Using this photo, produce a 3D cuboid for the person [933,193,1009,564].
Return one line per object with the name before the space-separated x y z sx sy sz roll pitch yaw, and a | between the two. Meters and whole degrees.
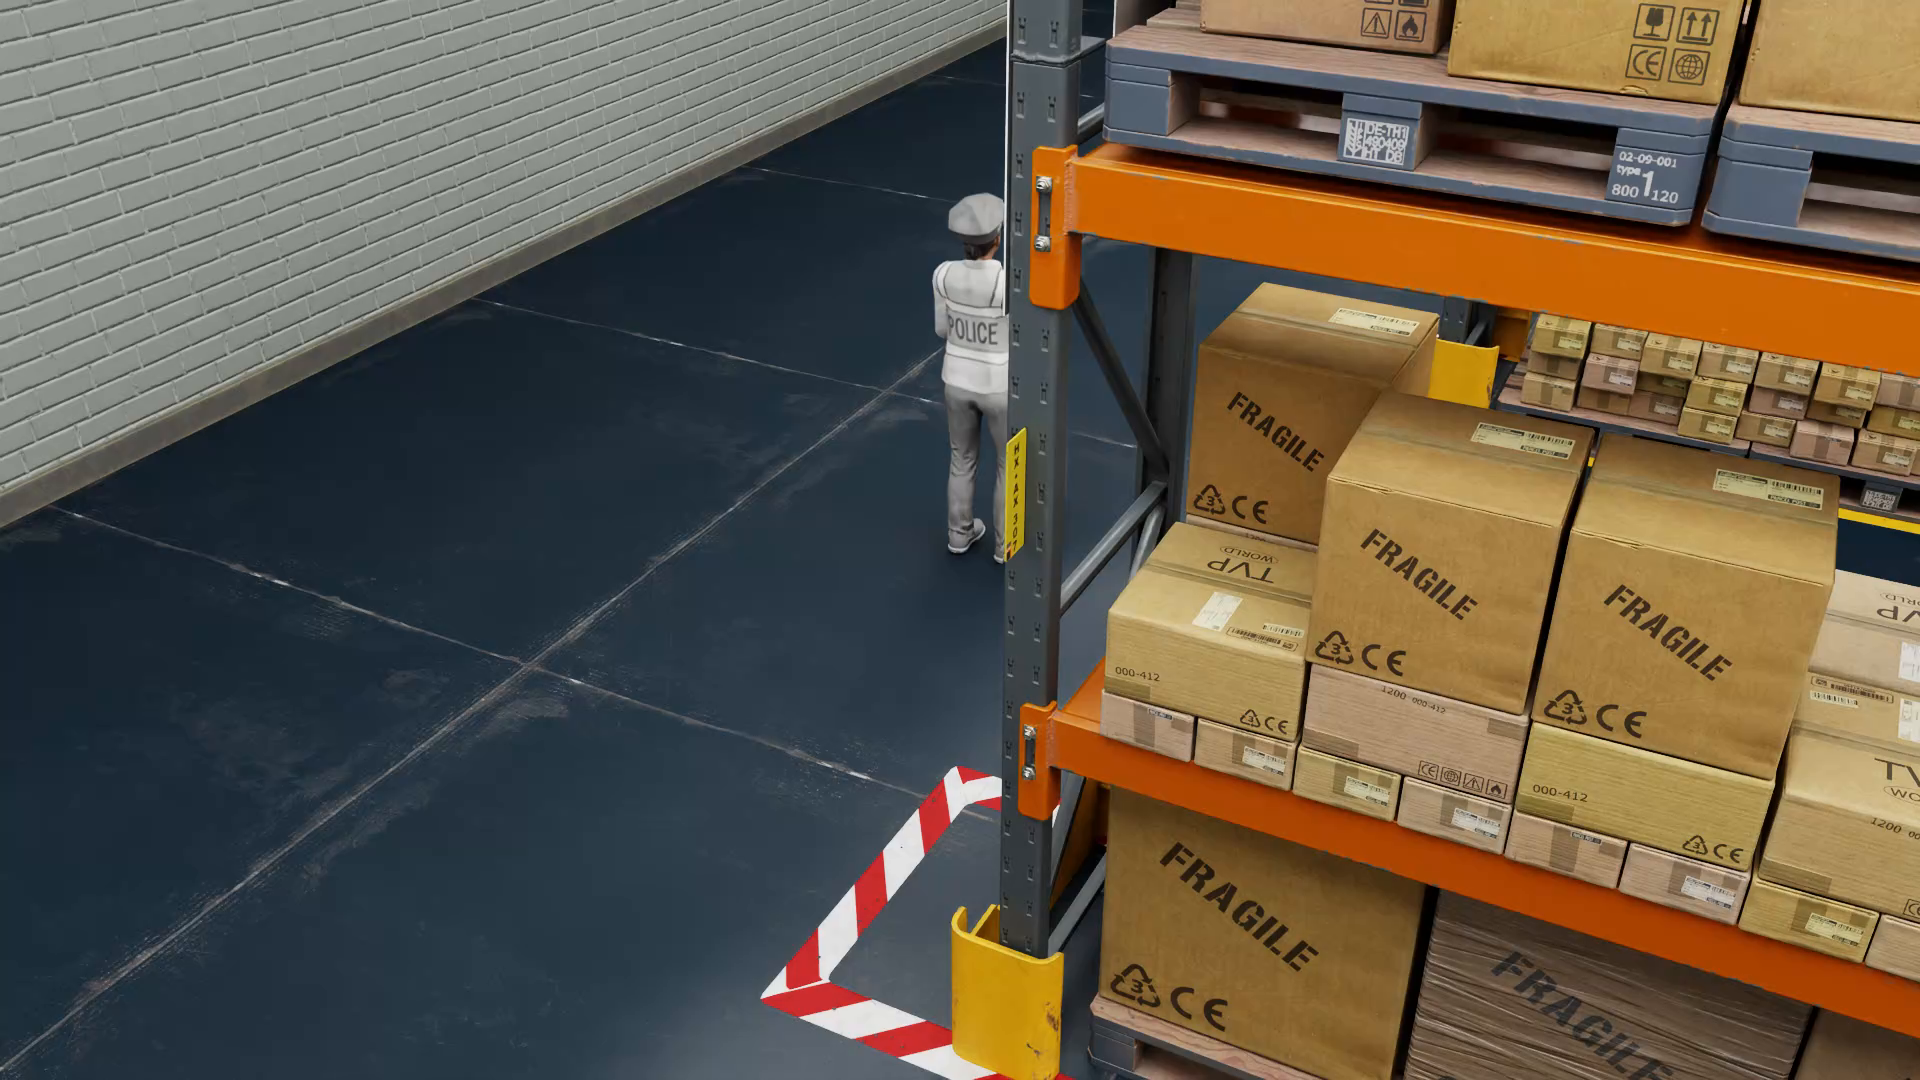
person | 0.140 -0.716 7.326 0.486 1.692 0.504 14 33 23
